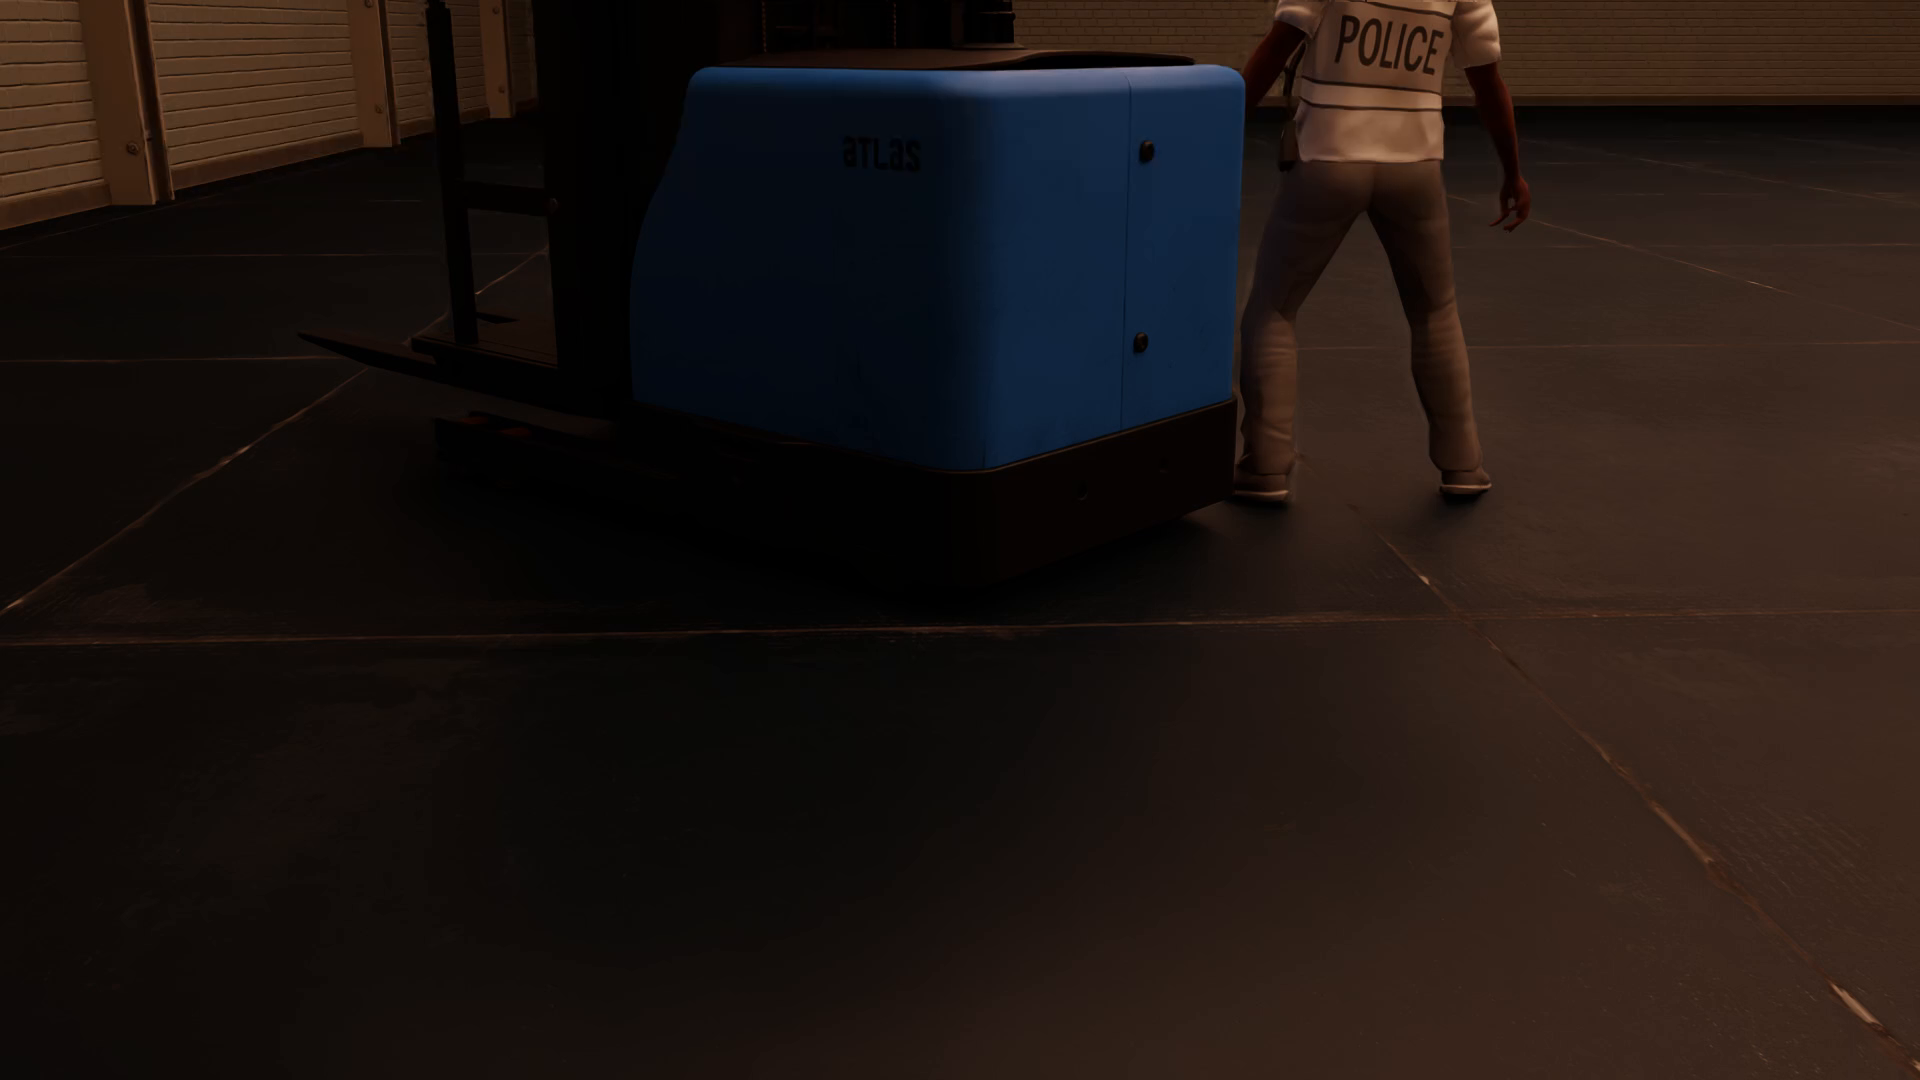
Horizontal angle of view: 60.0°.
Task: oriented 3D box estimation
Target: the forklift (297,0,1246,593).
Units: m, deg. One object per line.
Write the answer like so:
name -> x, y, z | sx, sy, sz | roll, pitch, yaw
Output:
forklift -> -0.772, -1.632, 4.243 | 3.031, 2.935, 1.130 | 15, 22, 39

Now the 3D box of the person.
person -> 1.018, -0.902, 4.156 | 0.843, 1.624, 0.414 | -1, 17, -4
